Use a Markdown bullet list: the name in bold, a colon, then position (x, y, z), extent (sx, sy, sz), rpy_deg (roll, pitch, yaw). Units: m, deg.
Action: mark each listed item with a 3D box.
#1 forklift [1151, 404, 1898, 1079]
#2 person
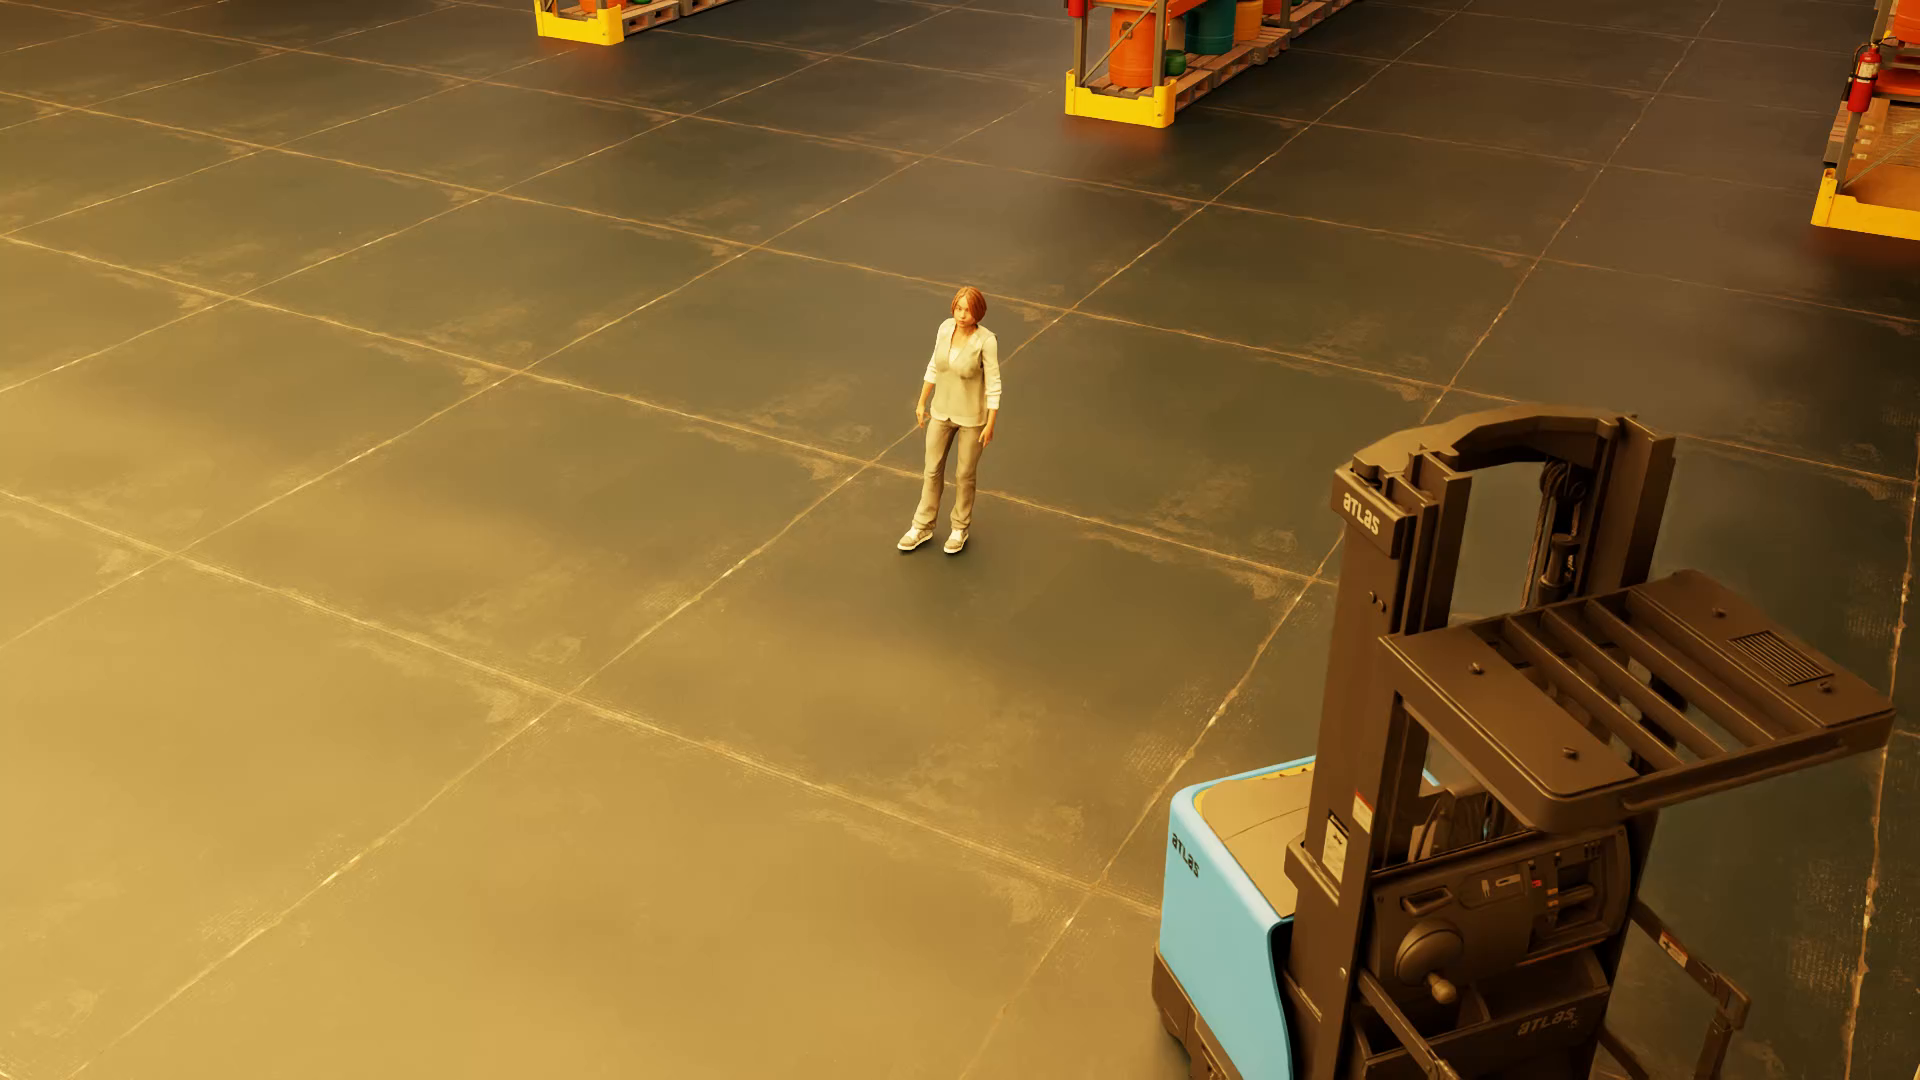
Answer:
- **forklift**: position (1.760, 1.203, 4.985), extent (1.130, 2.935, 3.031), rpy_deg (-11, 32, -18)
- **person**: position (-0.048, -0.668, 9.549), extent (0.521, 1.599, 0.473), rpy_deg (15, 33, 25)
